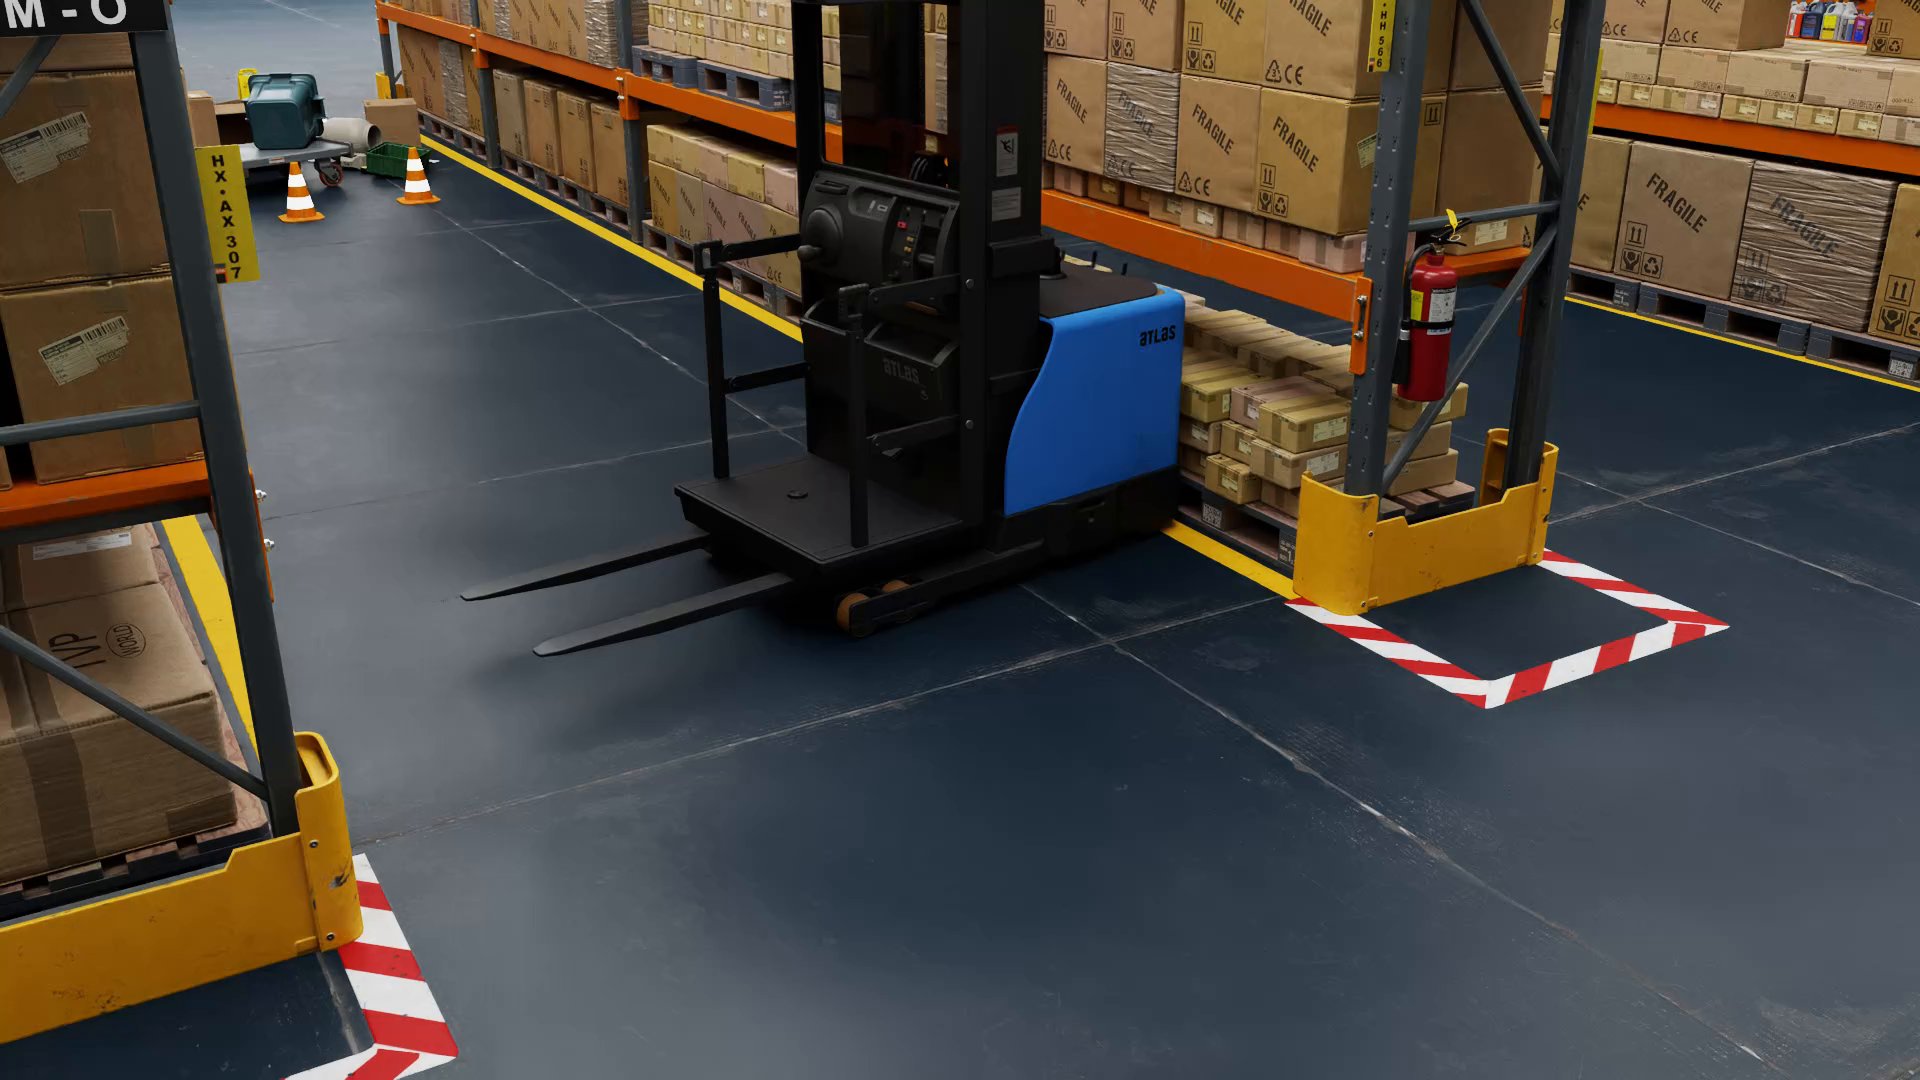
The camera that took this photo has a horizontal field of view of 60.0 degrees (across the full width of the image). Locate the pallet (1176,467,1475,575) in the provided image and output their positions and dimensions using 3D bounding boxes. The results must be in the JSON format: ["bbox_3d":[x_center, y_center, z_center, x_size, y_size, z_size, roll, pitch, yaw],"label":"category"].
[{"bbox_3d":[1.542,-0.225,7.586,1.003,0.211,1.213,-13,25,-28],"label":"pallet"}]

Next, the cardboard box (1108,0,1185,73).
[{"bbox_3d":[0.985,-2.301,7.134,0.500,0.500,0.500,-11,25,-26],"label":"cardboard box"}]

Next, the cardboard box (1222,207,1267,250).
[{"bbox_3d":[1.320,-1.324,6.918,0.380,0.149,0.250,-13,25,-29],"label":"cardboard box"}]

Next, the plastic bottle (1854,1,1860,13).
[{"bbox_3d":[8.221,-4.826,15.356,0.061,0.283,0.133,-13,25,-28],"label":"plastic bottle"}]

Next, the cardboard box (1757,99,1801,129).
[{"bbox_3d":[5.035,-2.575,9.996,0.380,0.149,0.250,-12,25,-27],"label":"cardboard box"}]

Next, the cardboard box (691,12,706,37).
[{"bbox_3d":[-1.639,-3.579,11.513,0.380,0.149,0.250,-12,25,-28],"label":"cardboard box"}]

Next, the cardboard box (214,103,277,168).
[{"bbox_3d":[-6.853,-3.941,16.159,0.797,0.637,0.503,-13,25,-28],"label":"cardboard box"}]

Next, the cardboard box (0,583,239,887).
[{"bbox_3d":[-2.662,0.560,4.795,0.875,0.438,0.875,-14,26,-30],"label":"cardboard box"}]

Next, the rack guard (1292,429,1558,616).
[{"bbox_3d":[1.926,-0.090,6.868,1.175,0.500,0.348,-13,25,-28],"label":"rack guard"}]

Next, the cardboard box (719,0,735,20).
[{"bbox_3d":[-1.379,-3.554,11.058,0.380,0.149,0.250,-12,25,-27],"label":"cardboard box"}]

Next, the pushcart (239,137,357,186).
[{"bbox_3d":[-6.434,-3.363,15.083,0.936,0.377,1.648,17,28,36],"label":"pushcart"}]

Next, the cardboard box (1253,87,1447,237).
[{"bbox_3d":[1.514,-1.503,6.498,0.500,0.500,0.500,-12,25,-27],"label":"cardboard box"}]

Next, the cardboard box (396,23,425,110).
[{"bbox_3d":[-5.805,-5.406,18.891,0.875,0.875,0.875,-12,25,-28],"label":"cardboard box"}]

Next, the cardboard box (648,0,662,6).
[{"bbox_3d":[-2.050,-3.978,12.101,0.380,0.149,0.250,-13,25,-28],"label":"cardboard box"}]

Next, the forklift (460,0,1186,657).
[{"bbox_3d":[-0.487,-1.209,6.392,3.031,2.935,1.130,-17,28,-36],"label":"forklift"}]

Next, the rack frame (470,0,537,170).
[{"bbox_3d":[-4.165,-5.107,15.894,1.000,3.000,0.127,-13,25,-28],"label":"rack frame"}]

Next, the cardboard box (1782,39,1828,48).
[{"bbox_3d":[5.216,-3.083,10.716,0.500,0.250,0.500,-12,25,-27],"label":"cardboard box"}]

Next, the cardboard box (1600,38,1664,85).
[{"bbox_3d":[4.502,-3.143,10.865,0.500,0.250,0.500,-13,25,-28],"label":"cardboard box"}]

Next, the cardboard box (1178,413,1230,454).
[{"bbox_3d":[1.183,-0.518,7.437,0.380,0.149,0.250,-14,26,-30],"label":"cardboard box"}]

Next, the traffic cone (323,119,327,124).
[{"bbox_3d":[-7.158,-4.782,18.462,0.336,0.463,0.334,-13,25,-28],"label":"traffic cone"}]

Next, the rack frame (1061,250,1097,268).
[{"bbox_3d":[0.489,-0.874,8.013,0.200,1.050,0.008,-4,23,-32],"label":"rack frame"}]

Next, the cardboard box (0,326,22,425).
[{"bbox_3d":[-2.520,-0.653,4.803,0.500,0.500,0.500,-13,25,-29],"label":"cardboard box"}]

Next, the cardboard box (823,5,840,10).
[{"bbox_3d":[-0.719,-3.135,10.026,0.380,0.149,0.250,-14,26,-30],"label":"cardboard box"}]

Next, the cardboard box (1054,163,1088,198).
[{"bbox_3d":[0.676,-1.752,7.972,0.380,0.149,0.250,-12,25,-26],"label":"cardboard box"}]

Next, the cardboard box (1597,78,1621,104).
[{"bbox_3d":[4.372,-2.993,11.025,0.380,0.149,0.250,-12,25,-27],"label":"cardboard box"}]

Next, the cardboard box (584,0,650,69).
[{"bbox_3d":[-2.582,-3.953,12.921,0.500,0.500,0.500,-13,25,-28],"label":"cardboard box"}]

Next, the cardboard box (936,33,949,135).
[{"bbox_3d":[0.217,-2.334,8.543,0.500,0.500,0.500,-13,25,-28],"label":"cardboard box"}]

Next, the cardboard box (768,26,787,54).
[{"bbox_3d":[-0.986,-3.163,10.490,0.380,0.149,0.250,-14,26,-31],"label":"cardboard box"}]

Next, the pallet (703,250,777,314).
[{"bbox_3d":[-1.104,-1.873,11.639,1.003,0.211,1.213,-13,25,-28],"label":"pallet"}]

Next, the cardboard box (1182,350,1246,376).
[{"bbox_3d":[1.078,-0.743,7.594,0.380,0.149,0.250,-14,26,-30],"label":"cardboard box"}]

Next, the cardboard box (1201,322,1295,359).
[{"bbox_3d":[1.395,-0.936,8.068,0.380,0.149,0.250,-12,25,-26],"label":"cardboard box"}]

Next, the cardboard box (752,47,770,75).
[{"bbox_3d":[-1.120,-3.108,10.749,0.380,0.149,0.250,-11,25,-26],"label":"cardboard box"}]

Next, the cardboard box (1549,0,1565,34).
[{"bbox_3d":[4.262,-3.651,11.117,0.500,0.500,0.500,-13,25,-28],"label":"cardboard box"}]

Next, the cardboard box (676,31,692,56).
[{"bbox_3d":[-1.791,-3.533,11.796,0.380,0.149,0.250,-11,25,-26],"label":"cardboard box"}]

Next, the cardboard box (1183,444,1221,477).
[{"bbox_3d":[1.238,-0.393,7.523,0.380,0.149,0.250,-13,25,-28],"label":"cardboard box"}]

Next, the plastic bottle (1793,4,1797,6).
[{"bbox_3d":[7.601,-4.753,15.191,0.097,0.271,0.097,0,22,0],"label":"plastic bottle"}]

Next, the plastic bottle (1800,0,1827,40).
[{"bbox_3d":[7.650,-4.663,14.866,0.144,0.351,0.185,-13,25,-28],"label":"plastic bottle"}]

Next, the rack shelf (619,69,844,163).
[{"bbox_3d":[-1.100,-2.832,11.251,1.077,0.370,4.000,-13,25,-28],"label":"rack shelf"}]

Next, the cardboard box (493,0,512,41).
[{"bbox_3d":[-3.869,-4.768,14.927,0.500,0.500,0.500,-12,25,-28],"label":"cardboard box"}]

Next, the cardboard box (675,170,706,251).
[{"bbox_3d":[-1.720,-2.409,12.017,0.500,0.500,0.500,-12,25,-28],"label":"cardboard box"}]

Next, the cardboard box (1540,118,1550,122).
[{"bbox_3d":[3.893,-2.853,12.610,1.225,0.875,0.875,-13,25,-28],"label":"cardboard box"}]

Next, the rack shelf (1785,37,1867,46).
[{"bbox_3d":[7.474,-4.706,15.861,1.077,0.370,4.000,-13,25,-28],"label":"rack shelf"}]

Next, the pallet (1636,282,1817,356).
[{"bbox_3d":[5.186,-1.491,10.699,1.003,0.211,1.213,-13,25,-28],"label":"pallet"}]

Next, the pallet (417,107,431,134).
[{"bbox_3d":[-5.732,-4.867,19.005,1.003,0.211,1.213,-13,25,-28],"label":"pallet"}]

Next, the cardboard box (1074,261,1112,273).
[{"bbox_3d":[0.625,-1.448,9.328,0.380,0.149,0.250,-13,25,-29],"label":"cardboard box"}]

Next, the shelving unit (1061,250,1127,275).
[{"bbox_3d":[0.552,-0.830,7.917,0.215,1.050,0.252,-4,23,-32],"label":"shelving unit"}]

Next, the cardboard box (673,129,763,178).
[{"bbox_3d":[-1.718,-2.763,11.891,0.500,0.250,0.500,-13,25,-29],"label":"cardboard box"}]

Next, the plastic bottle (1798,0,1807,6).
[{"bbox_3d":[7.959,-4.973,15.733,0.097,0.271,0.097,0,22,0],"label":"plastic bottle"}]

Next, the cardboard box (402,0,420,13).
[{"bbox_3d":[-5.502,-5.981,17.844,0.875,0.550,0.550,-13,25,-28],"label":"cardboard box"}]

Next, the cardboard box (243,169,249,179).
[{"bbox_3d":[-6.940,-3.533,15.650,0.396,0.266,0.258,8,23,18],"label":"cardboard box"}]
